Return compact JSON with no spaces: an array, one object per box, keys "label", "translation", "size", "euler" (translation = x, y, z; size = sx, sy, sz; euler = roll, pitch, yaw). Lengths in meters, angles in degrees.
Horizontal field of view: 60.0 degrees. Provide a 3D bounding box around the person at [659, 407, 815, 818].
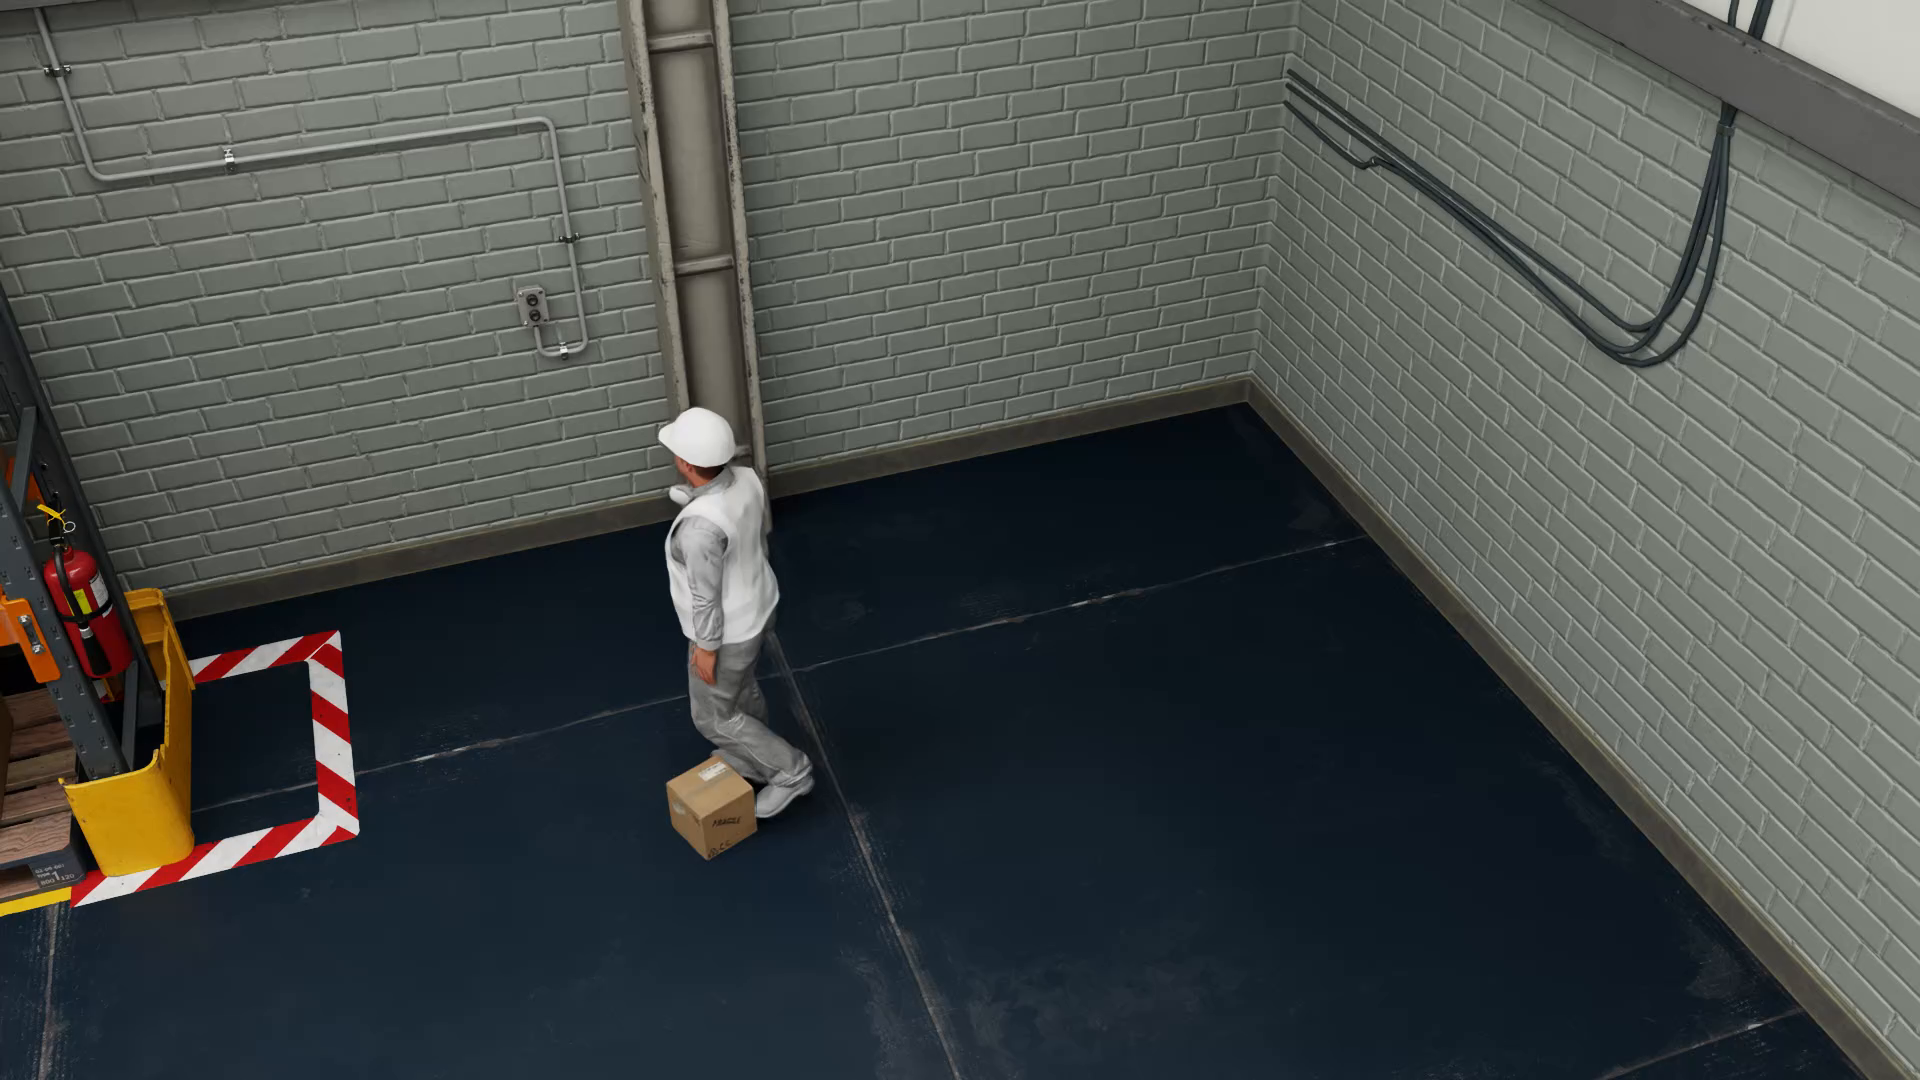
[{"label":"person","translation":[-0.831,0.293,6.379],"size":[0.567,1.765,0.575],"euler":[9,38,12]}]
